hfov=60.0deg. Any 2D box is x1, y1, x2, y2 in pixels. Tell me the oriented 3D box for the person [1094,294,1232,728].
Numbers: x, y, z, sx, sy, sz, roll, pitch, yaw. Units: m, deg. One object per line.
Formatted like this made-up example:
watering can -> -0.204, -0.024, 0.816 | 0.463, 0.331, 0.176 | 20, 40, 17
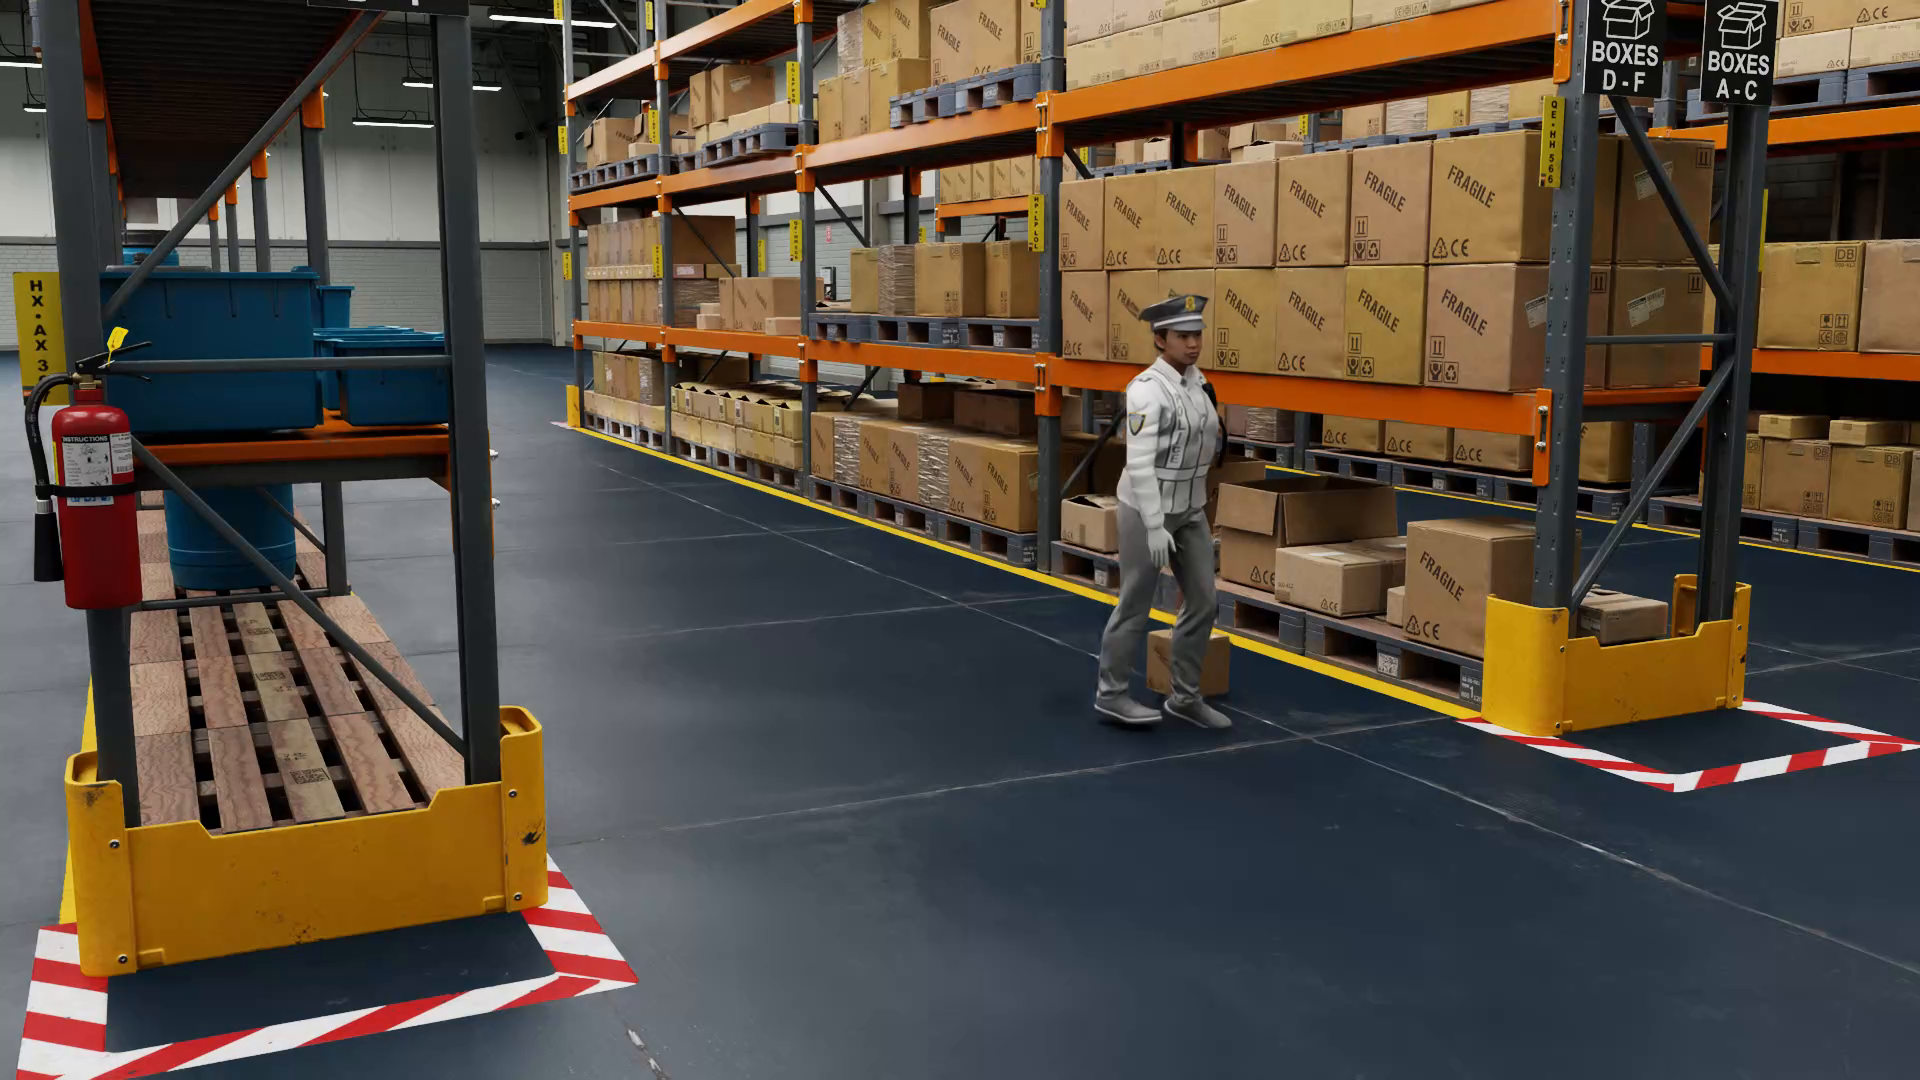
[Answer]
person -> 0.755, -0.076, 6.376 | 0.491, 1.719, 0.580 | 8, 12, 43
